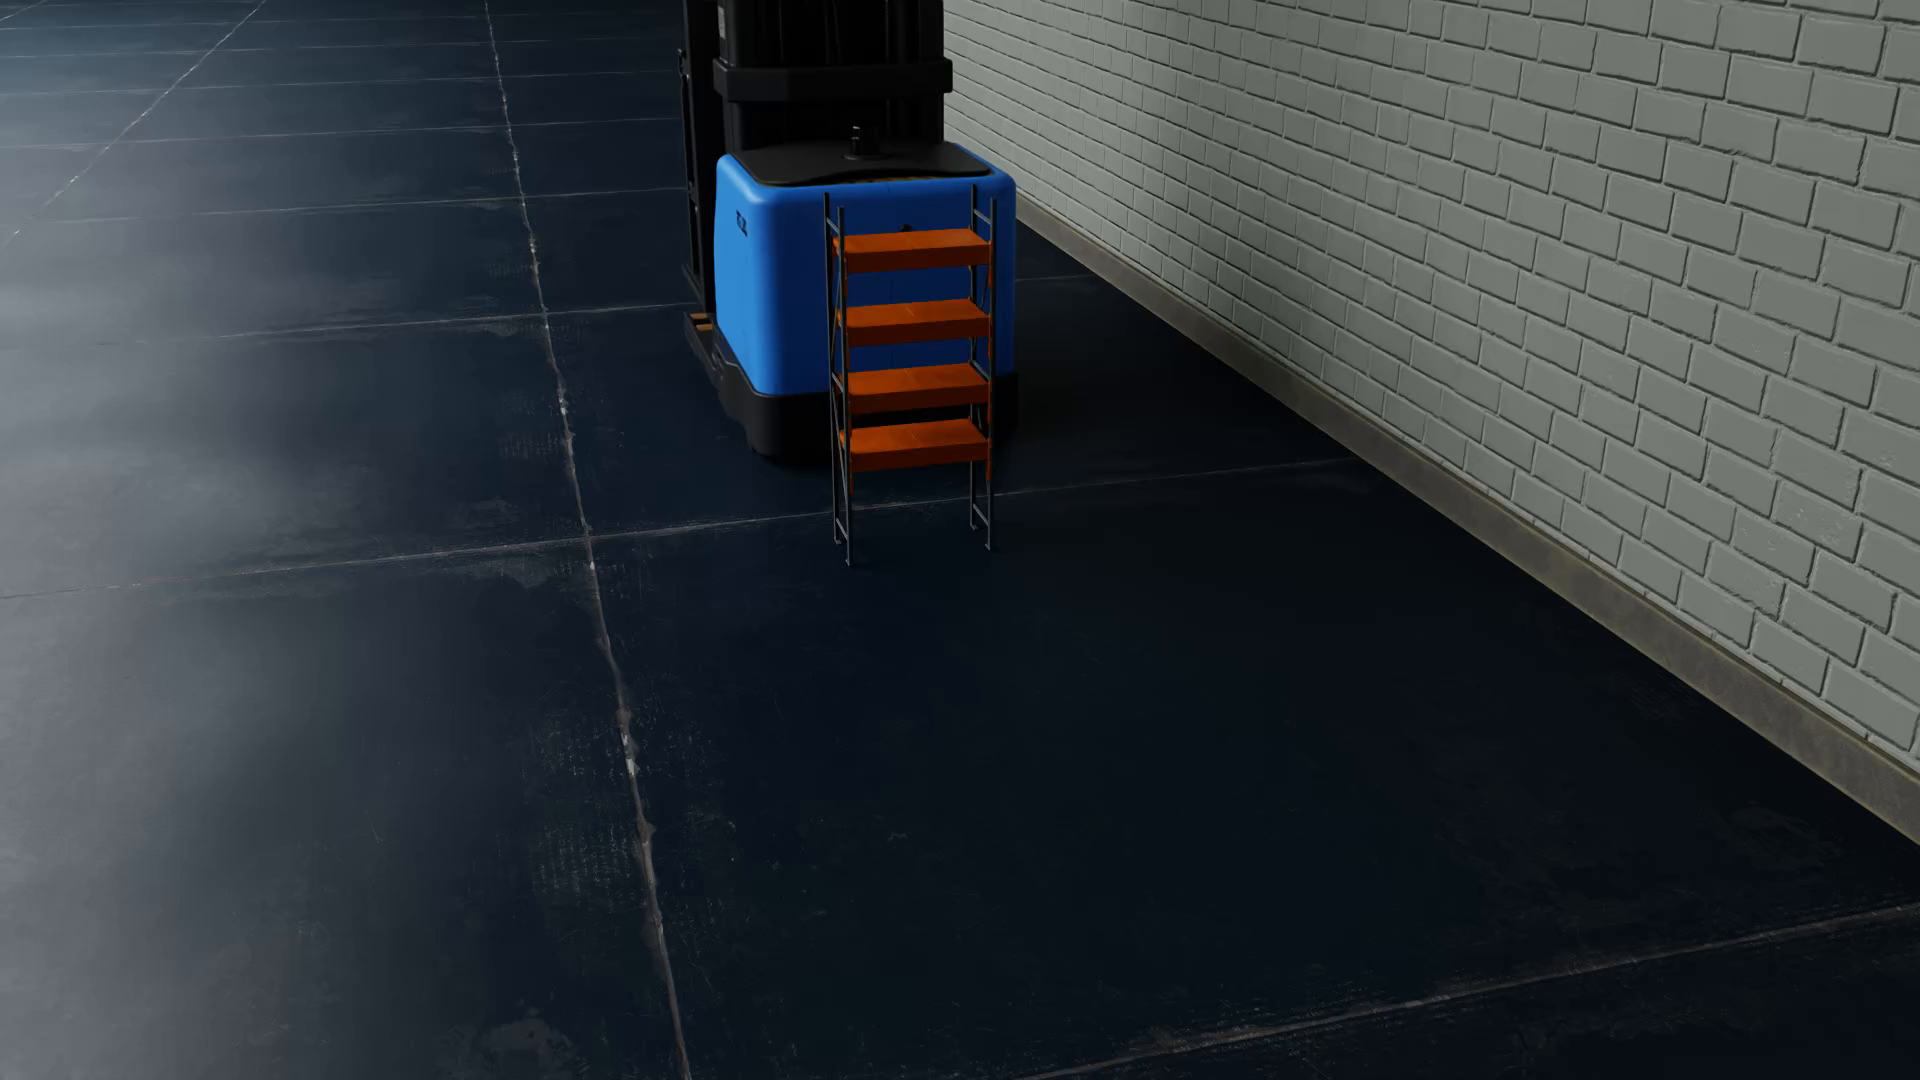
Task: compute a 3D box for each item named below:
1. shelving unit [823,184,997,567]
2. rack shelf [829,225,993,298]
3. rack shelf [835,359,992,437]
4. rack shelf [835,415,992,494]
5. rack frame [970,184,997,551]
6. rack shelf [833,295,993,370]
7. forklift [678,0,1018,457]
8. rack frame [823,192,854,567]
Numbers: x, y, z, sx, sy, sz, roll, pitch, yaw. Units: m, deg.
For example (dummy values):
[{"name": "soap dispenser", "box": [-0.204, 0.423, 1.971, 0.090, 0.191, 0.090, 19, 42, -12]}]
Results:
[{"name": "shelving unit", "box": [-0.159, -0.534, 5.472, 0.503, 1.200, 0.258, -6, 24, -14]}, {"name": "rack shelf", "box": [-0.159, -0.895, 5.317, 0.480, 0.148, 0.258, -6, 24, -14]}, {"name": "rack shelf", "box": [-0.159, -0.472, 5.499, 0.480, 0.148, 0.258, -6, 24, -14]}, {"name": "rack shelf", "box": [-0.159, -0.289, 5.577, 0.480, 0.148, 0.258, -6, 24, -14]}, {"name": "rack frame", "box": [0.076, -0.560, 5.533, 0.015, 1.200, 0.240, -6, 24, -14]}, {"name": "rack shelf", "box": [-0.159, -0.678, 5.411, 0.480, 0.148, 0.258, -6, 24, -14]}, {"name": "forklift", "box": [-0.676, -2.217, 7.199, 1.130, 2.935, 3.031, -7, 24, -15]}, {"name": "rack frame", "box": [-0.394, -0.508, 5.412, 0.015, 1.200, 0.240, -6, 24, -14]}]
